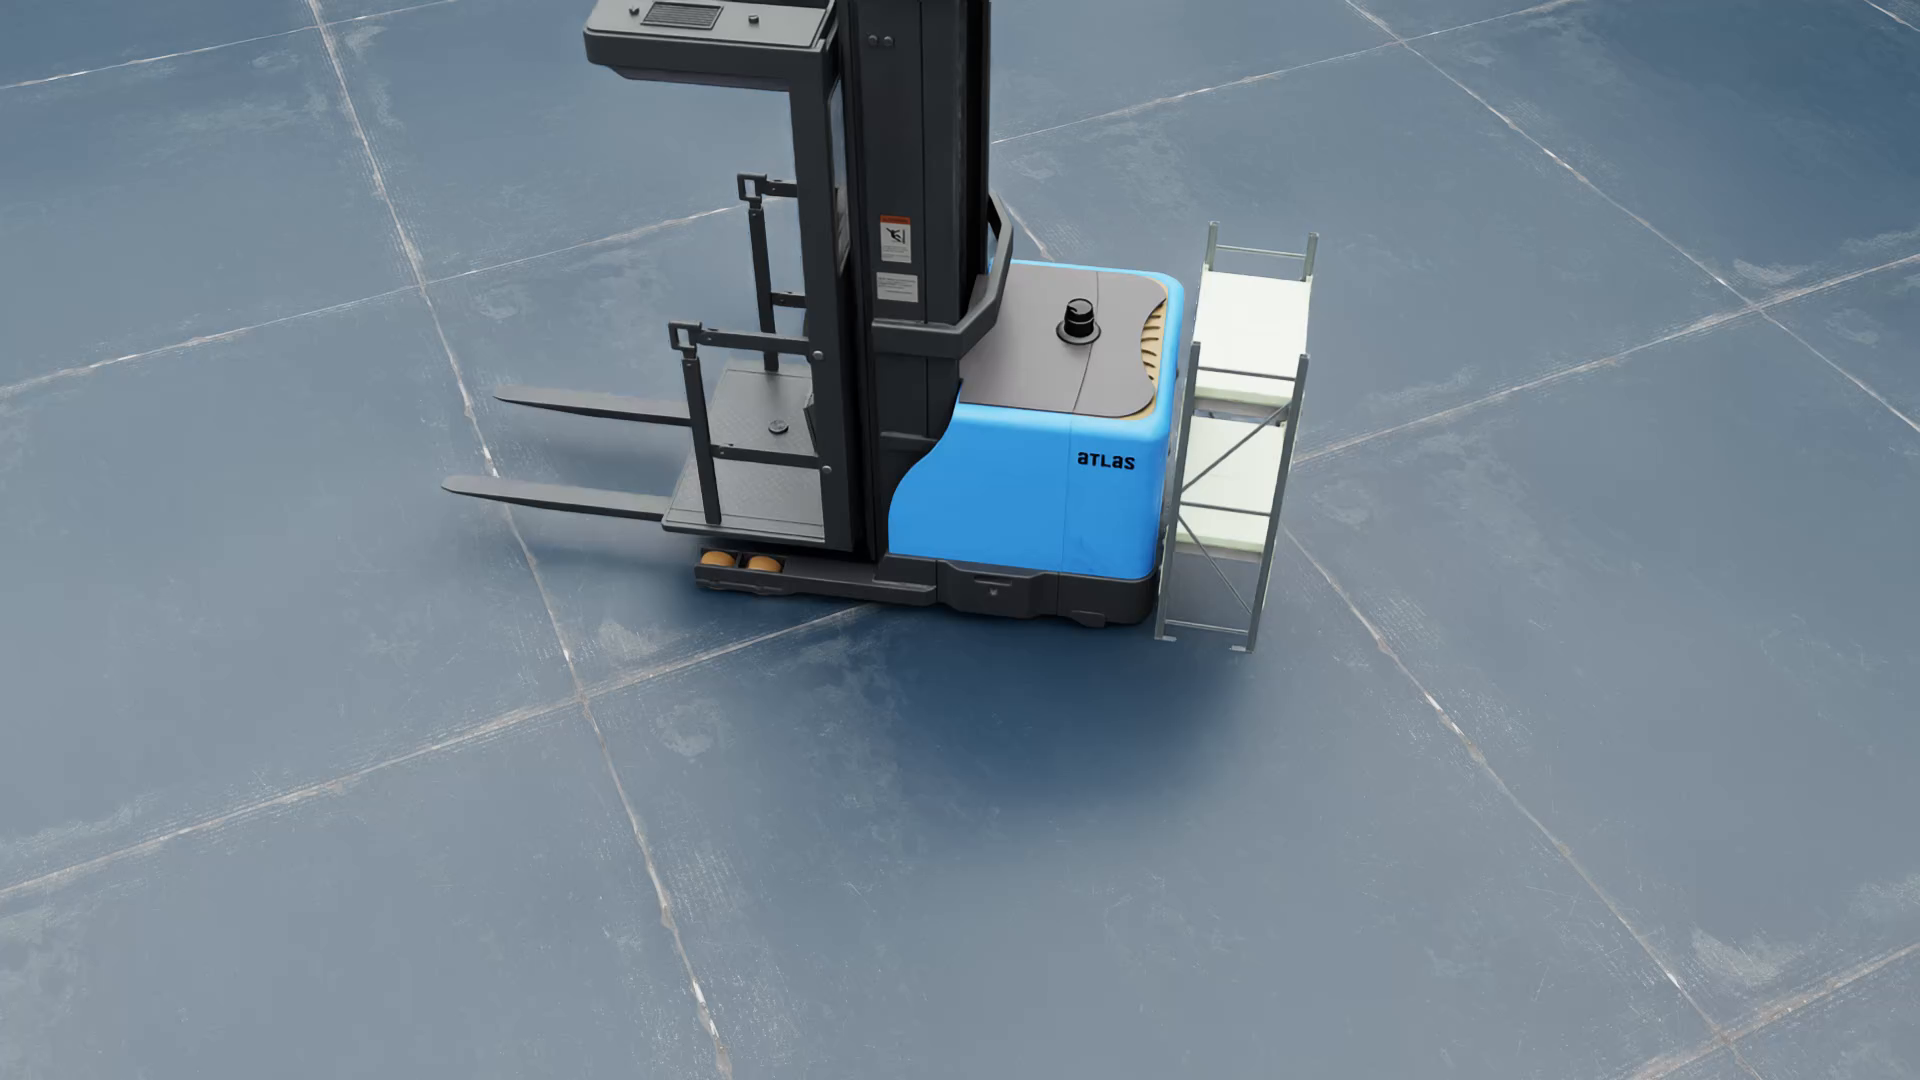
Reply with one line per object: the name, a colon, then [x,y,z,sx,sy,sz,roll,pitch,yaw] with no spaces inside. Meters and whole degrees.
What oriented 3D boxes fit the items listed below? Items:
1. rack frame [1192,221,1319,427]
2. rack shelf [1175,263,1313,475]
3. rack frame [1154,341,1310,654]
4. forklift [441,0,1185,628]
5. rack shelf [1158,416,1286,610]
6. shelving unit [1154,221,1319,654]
rack frame: [1.123,-0.617,6.675,0.400,1.500,0.023,8,45,8]
rack shelf: [1.054,-0.642,6.146,0.431,0.370,0.720,8,45,8]
rack frame: [0.983,-0.112,6.164,0.400,1.500,0.023,8,45,8]
forklift: [-0.650,-1.175,6.223,3.031,2.935,1.130,6,45,6]
rack shelf: [1.052,-0.133,6.649,0.431,0.370,0.720,8,45,8]
shelving unit: [1.053,-0.365,6.420,0.431,1.500,0.755,8,45,8]
